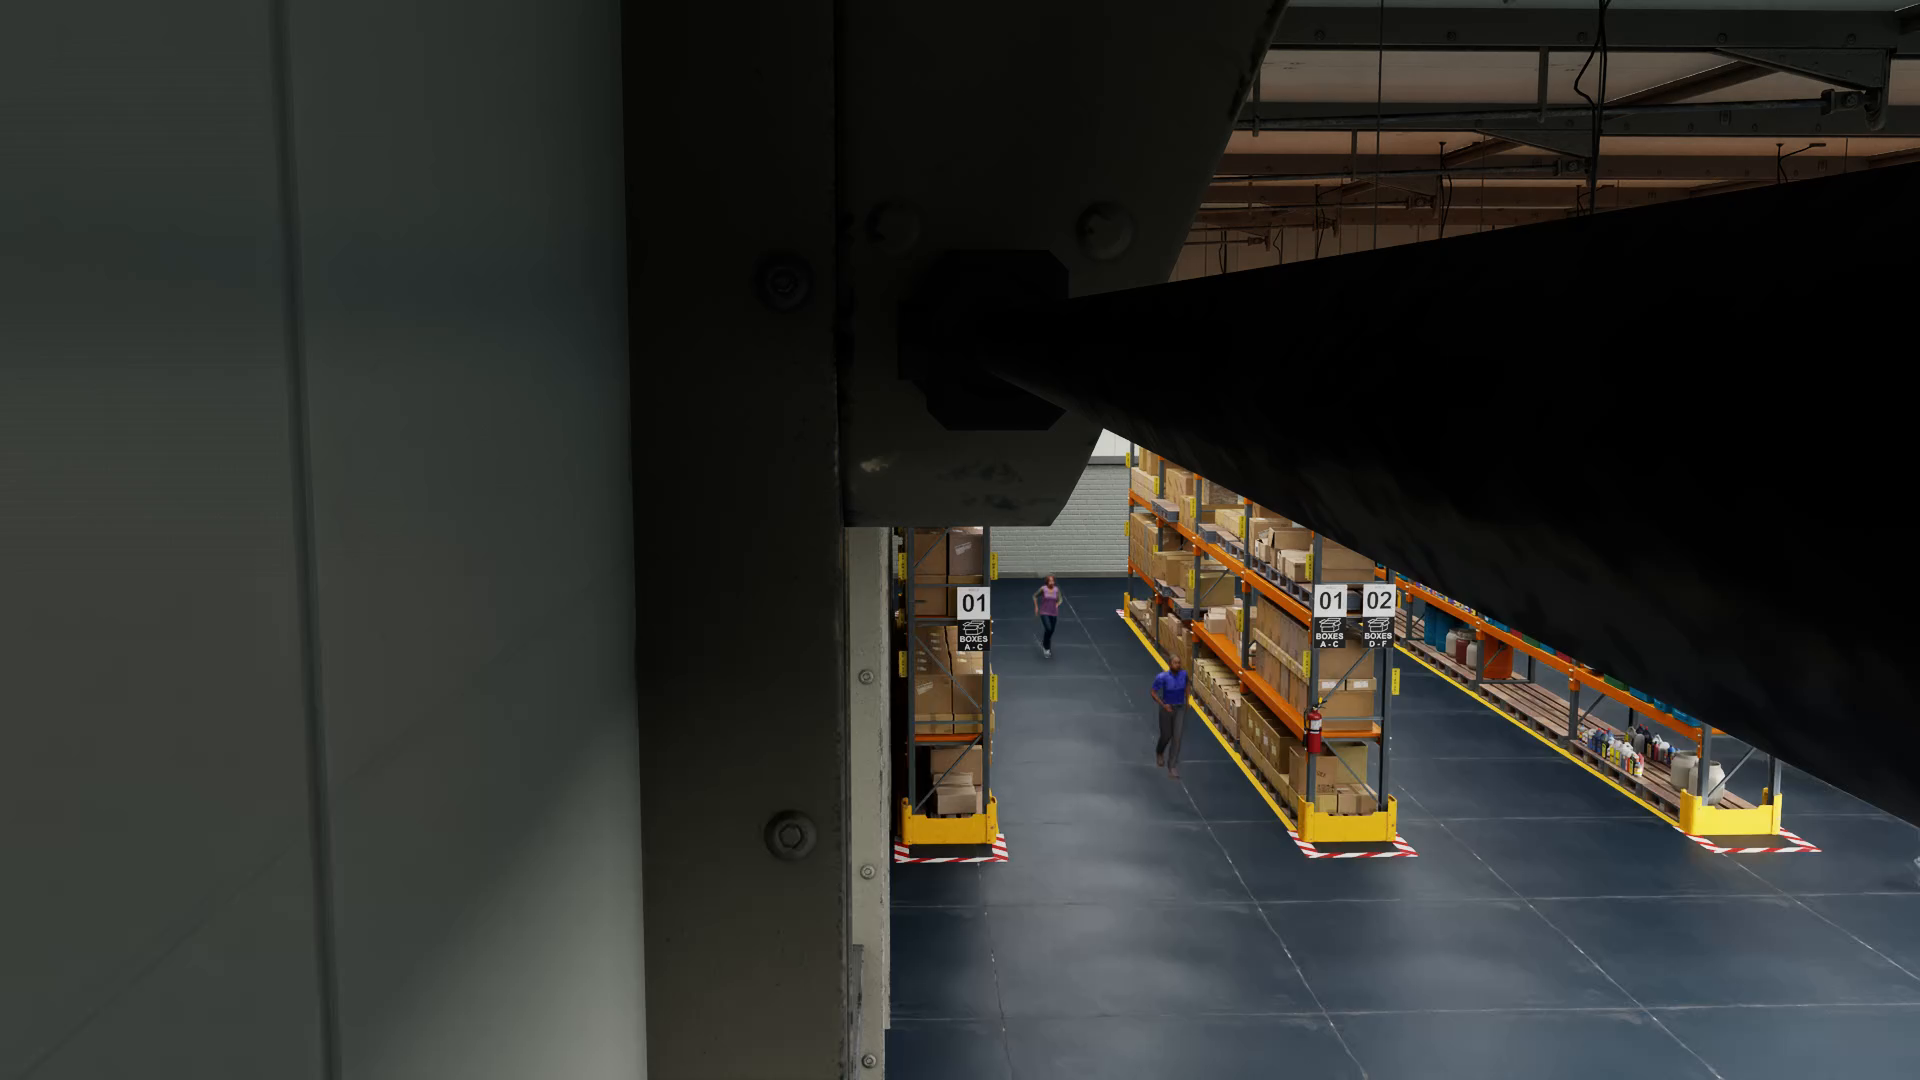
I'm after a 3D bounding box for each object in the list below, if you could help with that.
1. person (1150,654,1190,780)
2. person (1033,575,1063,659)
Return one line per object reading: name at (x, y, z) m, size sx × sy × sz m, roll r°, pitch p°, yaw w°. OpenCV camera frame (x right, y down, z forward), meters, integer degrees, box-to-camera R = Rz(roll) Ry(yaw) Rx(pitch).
person at (2.883, 2.356, 22.651) m, size 0.599 × 1.651 × 0.796 m, roll -2°, pitch 8°, yaw -14°
person at (1.706, 1.461, 31.887) m, size 0.498 × 1.615 × 0.757 m, roll -2°, pitch 8°, yaw -17°
